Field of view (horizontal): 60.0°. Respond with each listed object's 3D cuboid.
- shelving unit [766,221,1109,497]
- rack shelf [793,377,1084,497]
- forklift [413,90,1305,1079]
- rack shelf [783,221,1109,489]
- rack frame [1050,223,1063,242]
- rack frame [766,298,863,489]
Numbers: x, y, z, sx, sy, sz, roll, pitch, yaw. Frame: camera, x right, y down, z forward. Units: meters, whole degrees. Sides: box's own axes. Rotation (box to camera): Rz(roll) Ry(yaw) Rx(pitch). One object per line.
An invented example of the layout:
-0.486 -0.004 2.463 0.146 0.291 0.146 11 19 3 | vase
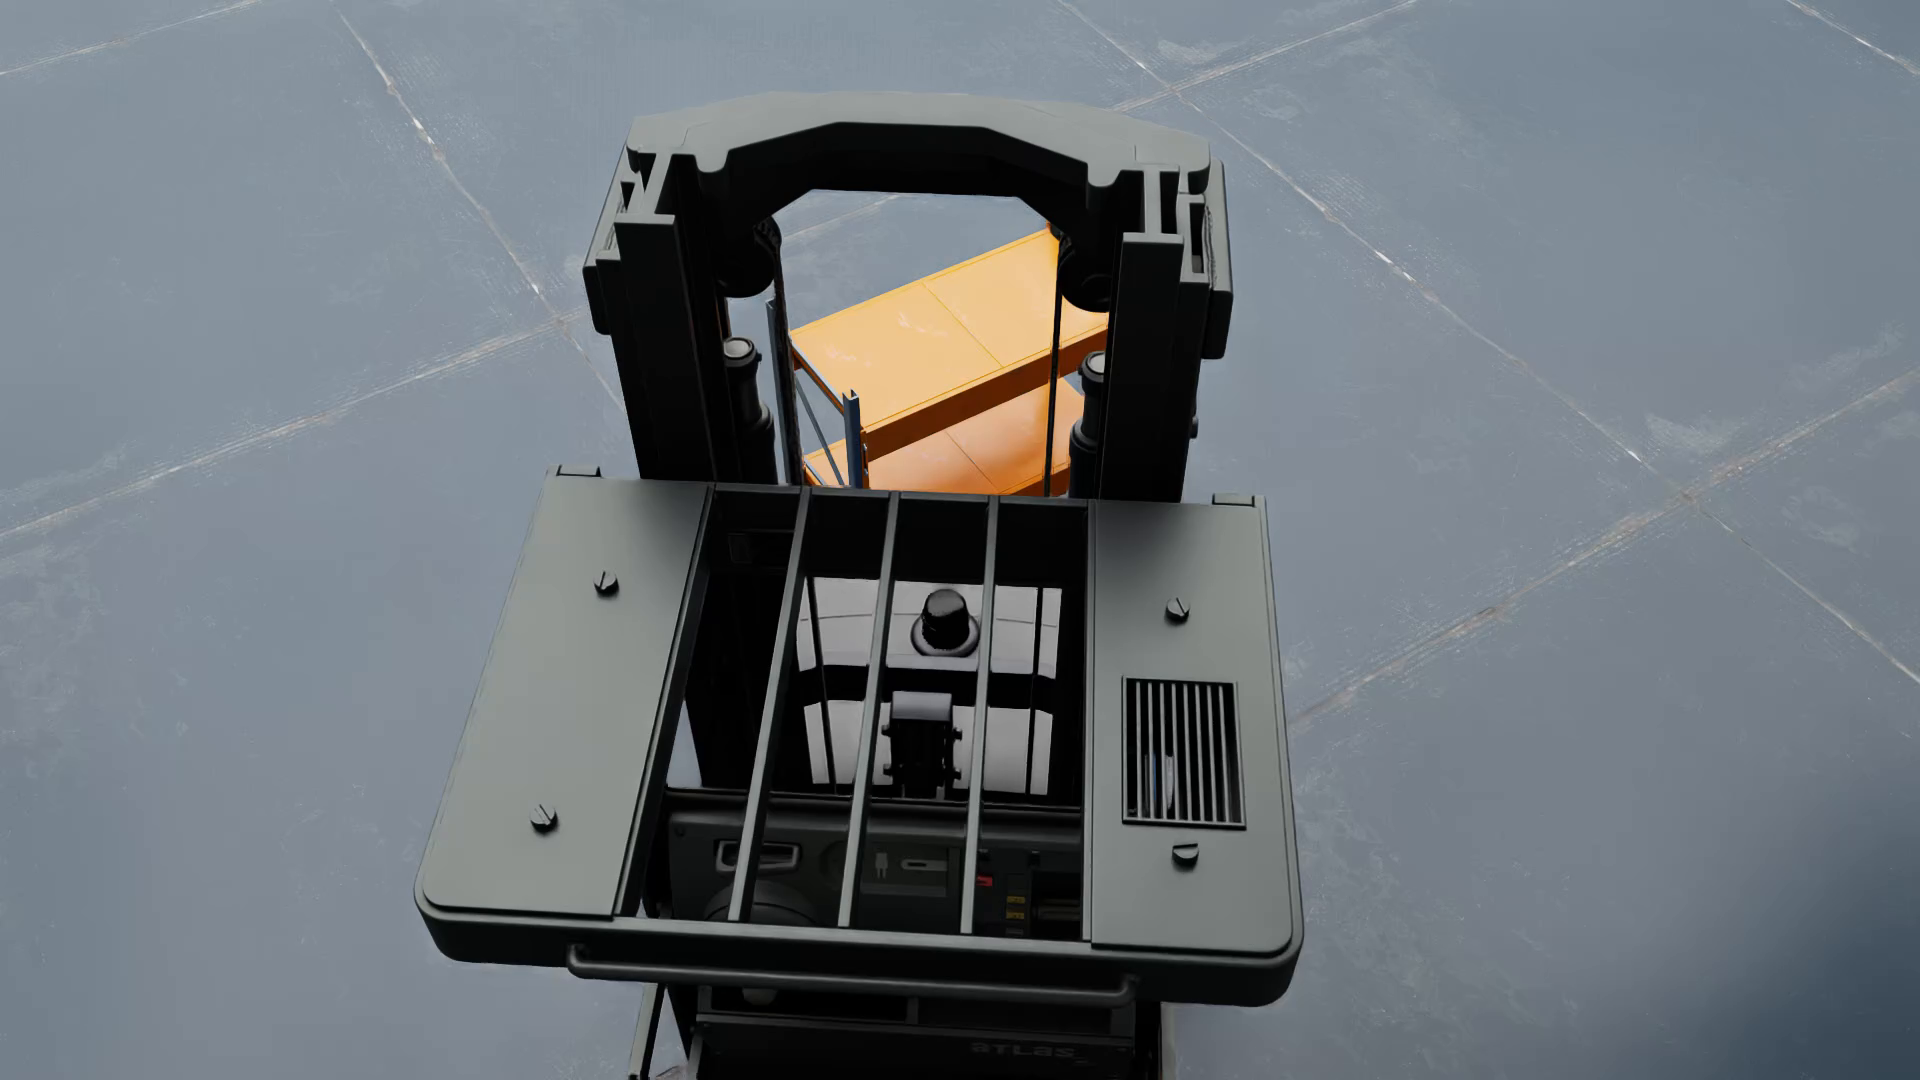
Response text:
0.006 -0.377 5.332 1.048 1.125 0.538 -25 53 -21 | shelving unit
0.006 -0.214 5.515 1.000 0.278 0.538 -25 53 -21 | rack shelf
-0.103 0.820 3.057 1.130 2.935 3.031 3 48 2 | forklift
0.006 -0.571 5.114 1.000 0.278 0.538 -25 53 -21 | rack shelf
0.436 -0.579 5.513 0.032 1.125 0.500 -25 53 -21 | rack frame
-0.424 -0.174 5.152 0.032 1.125 0.500 -25 53 -21 | rack frame
